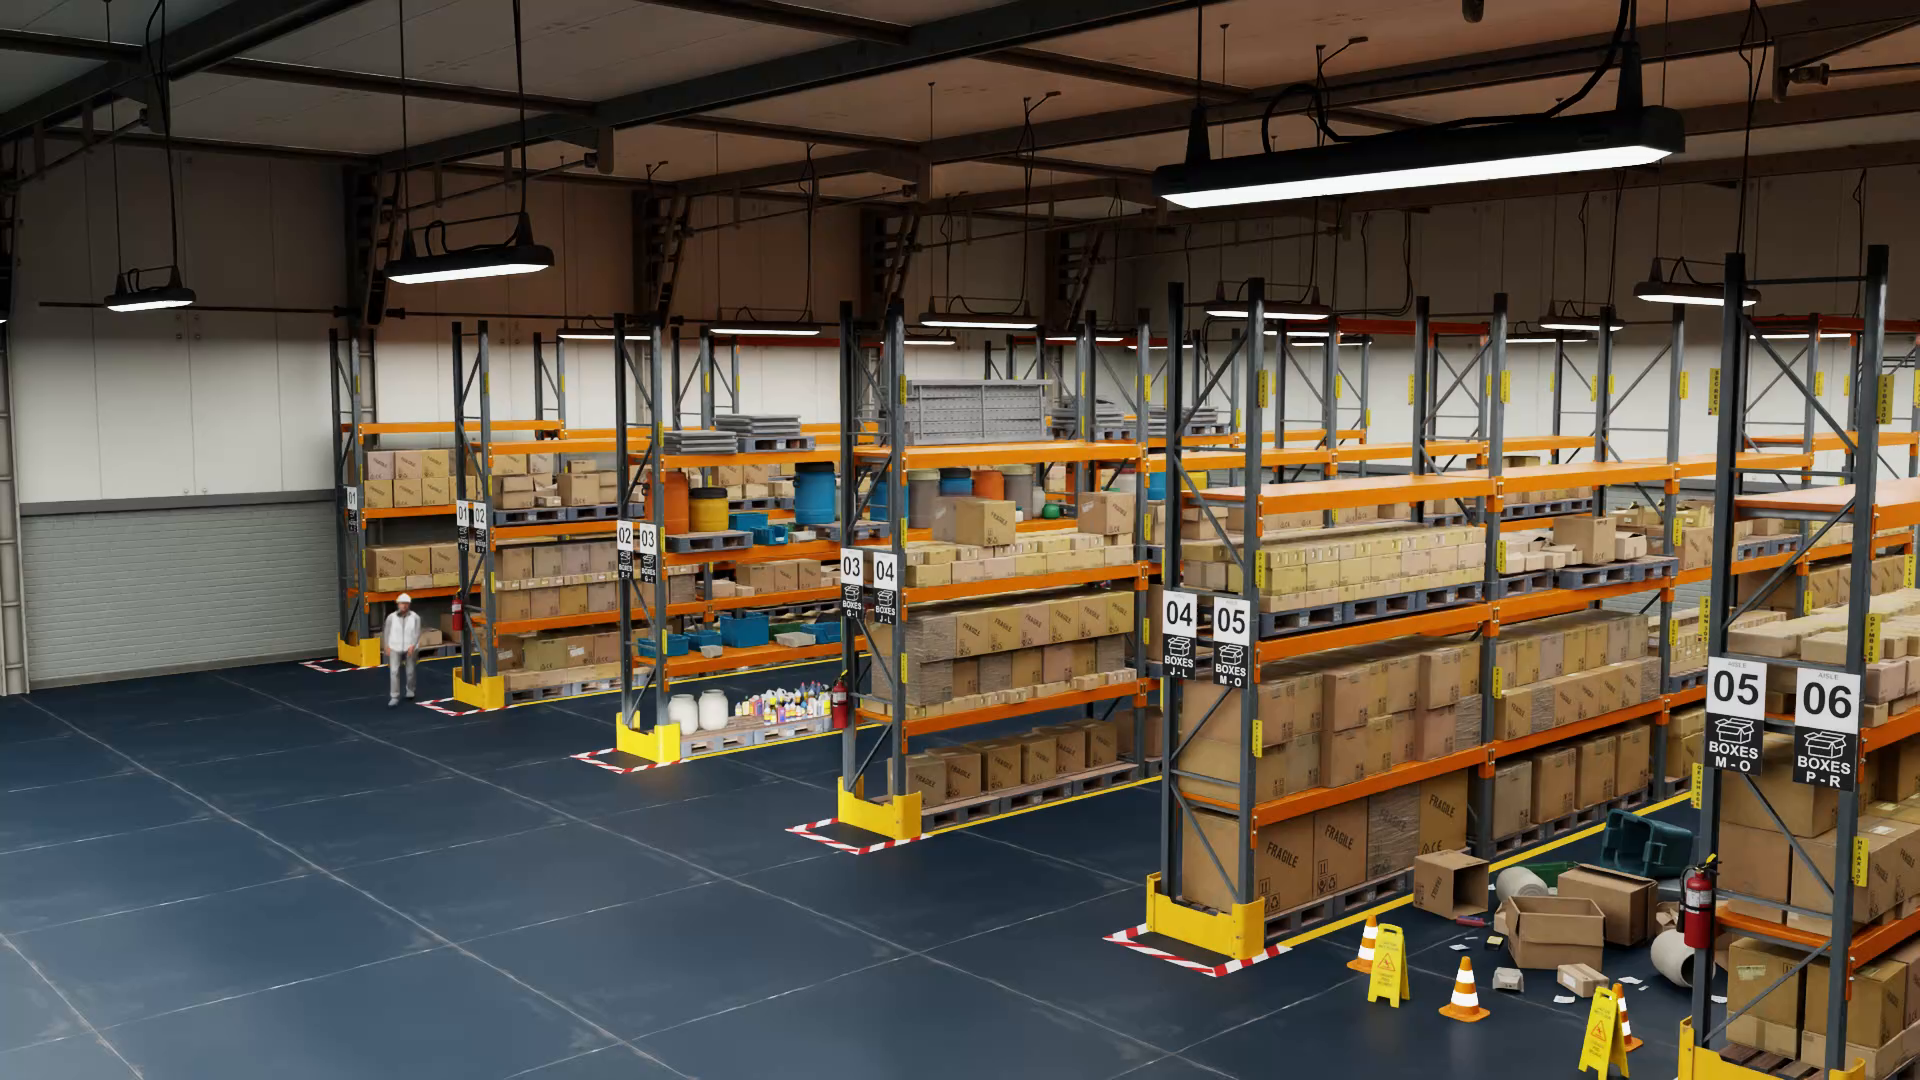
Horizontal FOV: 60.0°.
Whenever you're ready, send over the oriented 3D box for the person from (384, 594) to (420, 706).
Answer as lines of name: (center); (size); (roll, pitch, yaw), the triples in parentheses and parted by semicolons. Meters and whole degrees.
person: (-8.788, 1.697, 26.212); (0.552, 1.710, 1.011); (-1, 6, -14)
